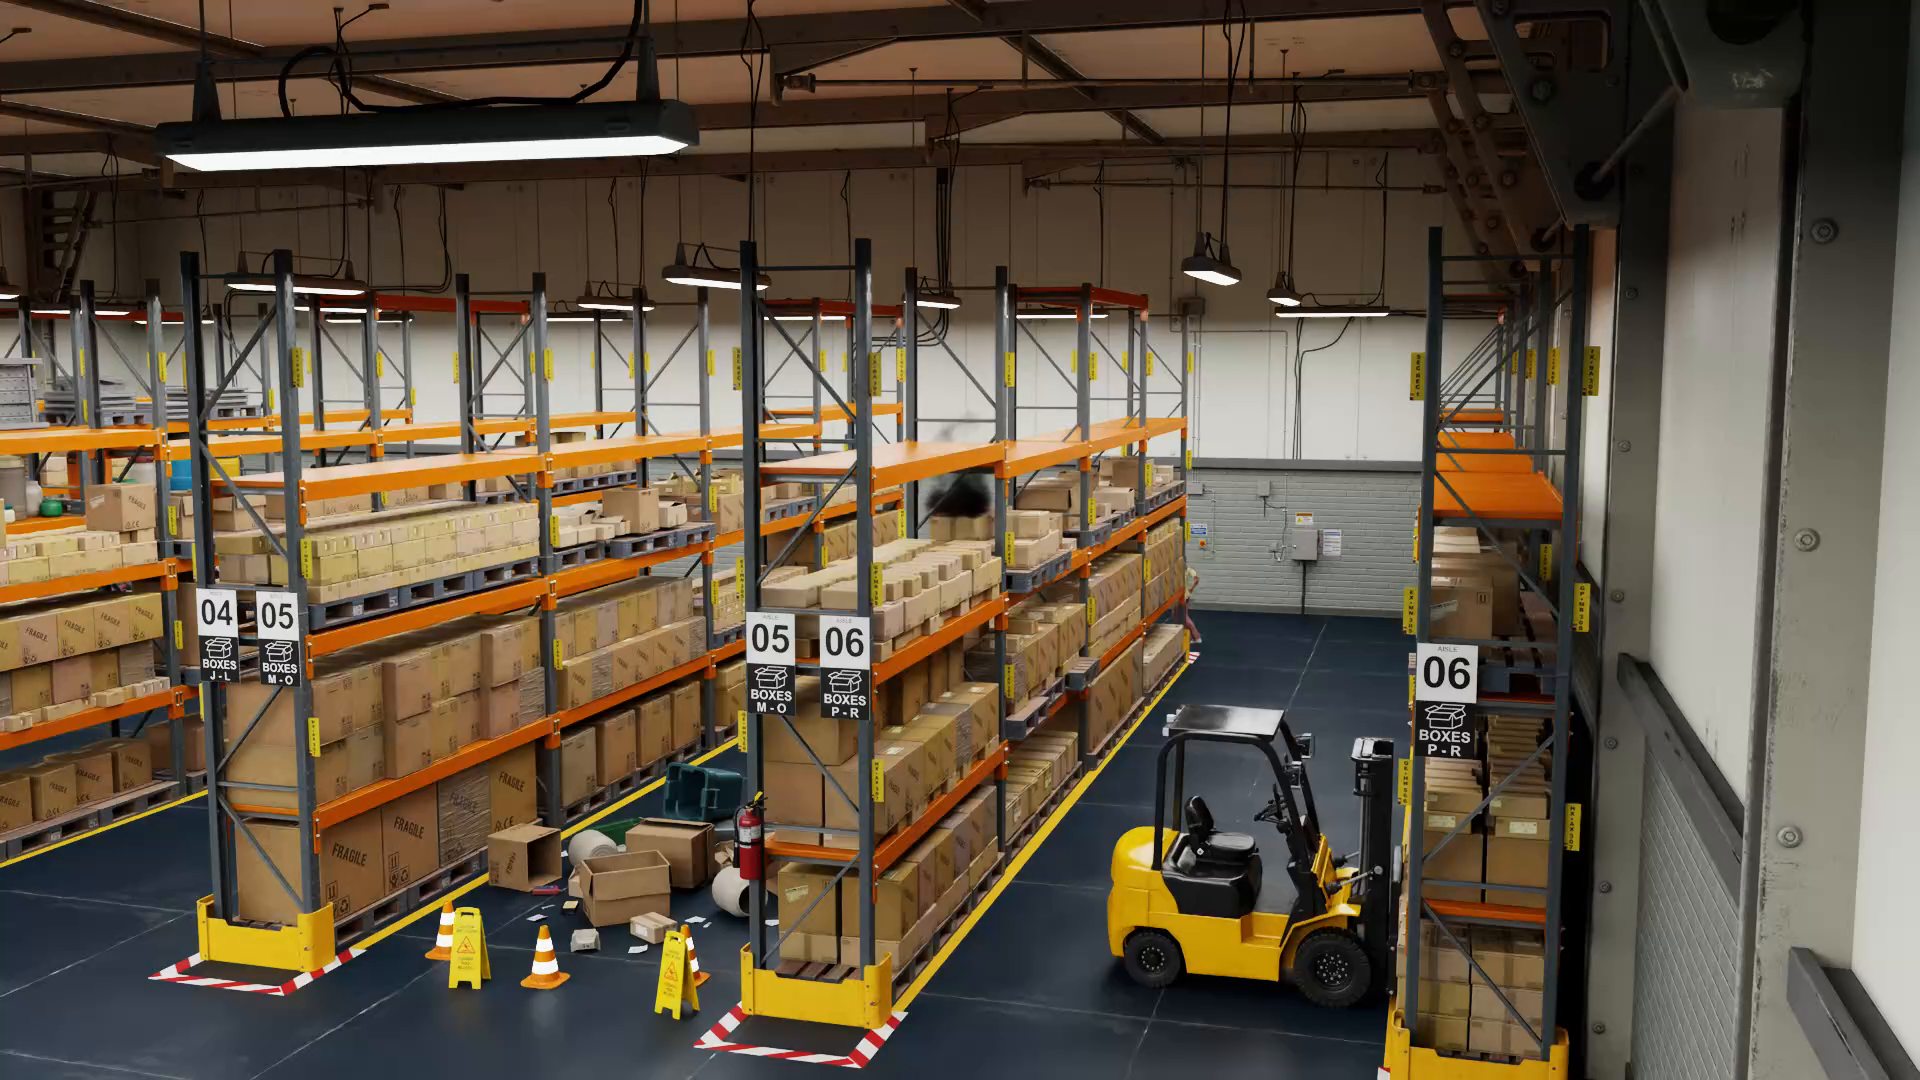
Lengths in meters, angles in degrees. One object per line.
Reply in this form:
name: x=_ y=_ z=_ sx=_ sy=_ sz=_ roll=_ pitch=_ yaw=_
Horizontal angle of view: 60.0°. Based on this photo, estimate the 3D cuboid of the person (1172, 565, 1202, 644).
person: x=3.901 y=1.084 z=29.272 sx=0.701 sy=1.708 sz=0.569 roll=6 pitch=9 yaw=43

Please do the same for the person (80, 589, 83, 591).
person: x=-14.605 y=1.207 z=27.509 sx=0.696 sy=1.763 sz=0.941 roll=1 pitch=7 yaw=12
